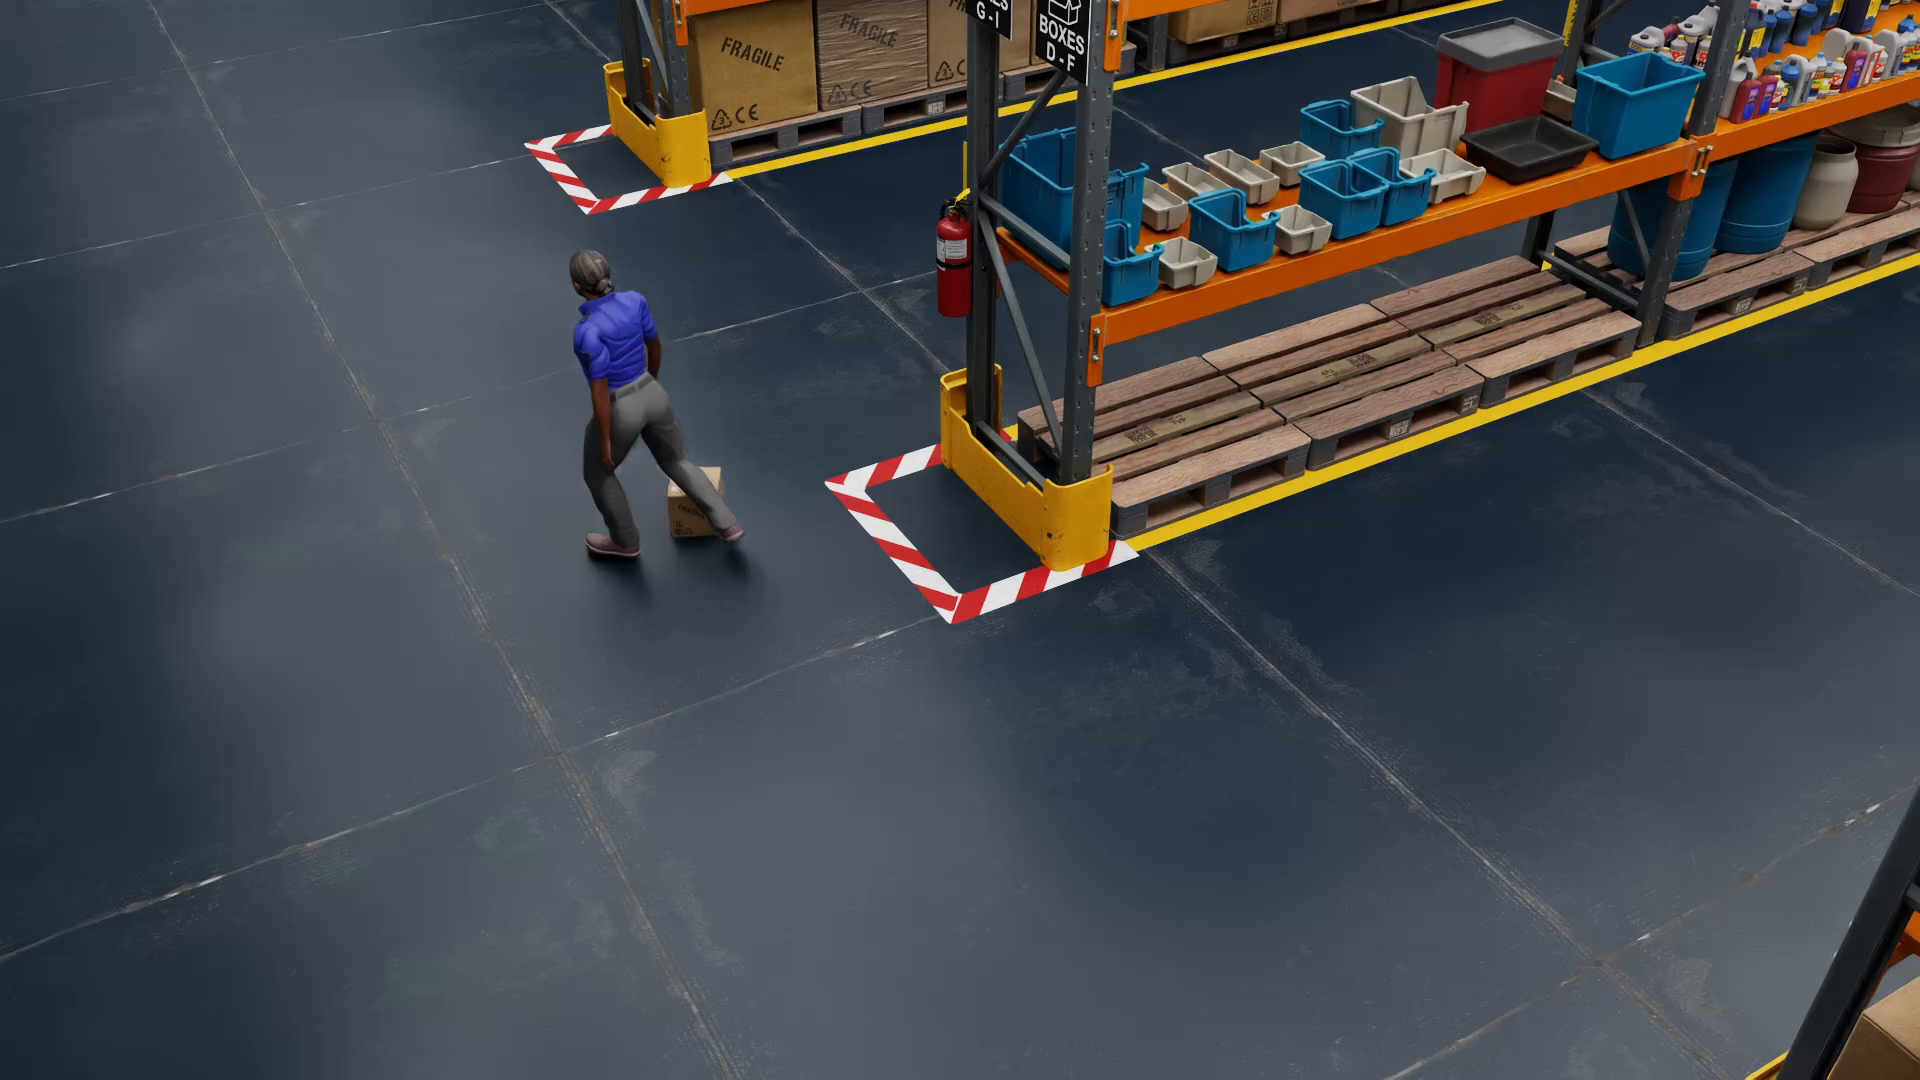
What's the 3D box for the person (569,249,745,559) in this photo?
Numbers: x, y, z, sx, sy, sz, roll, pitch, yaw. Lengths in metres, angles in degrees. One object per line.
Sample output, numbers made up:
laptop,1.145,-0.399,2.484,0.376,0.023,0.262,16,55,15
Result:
person,-1.430,-0.574,7.691,0.768,1.607,0.549,23,43,28
